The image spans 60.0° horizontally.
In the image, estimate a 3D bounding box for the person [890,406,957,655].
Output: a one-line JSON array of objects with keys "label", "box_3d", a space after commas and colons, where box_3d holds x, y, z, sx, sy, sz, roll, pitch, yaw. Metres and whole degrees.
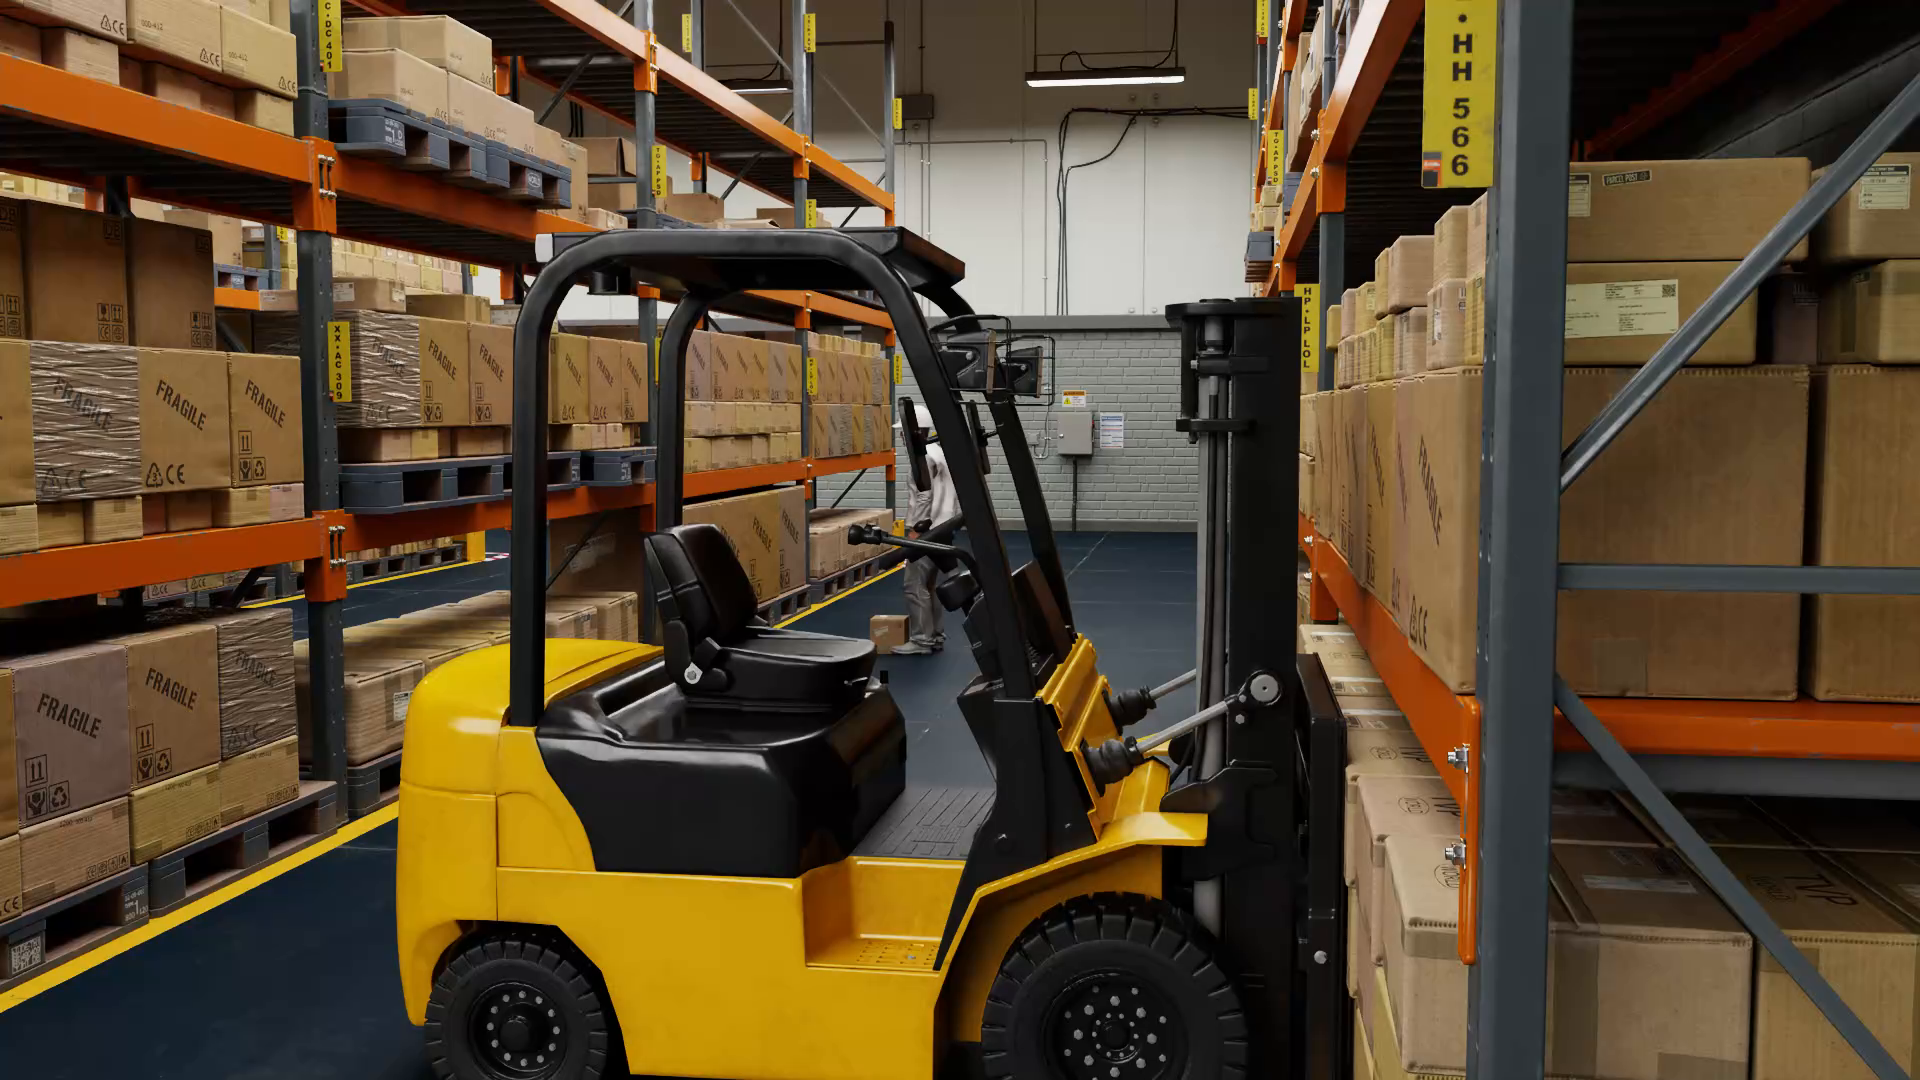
[{"label": "person", "box_3d": [-0.251, -0.075, 11.916, 0.461, 1.772, 0.580, 1, 4, 9]}]
